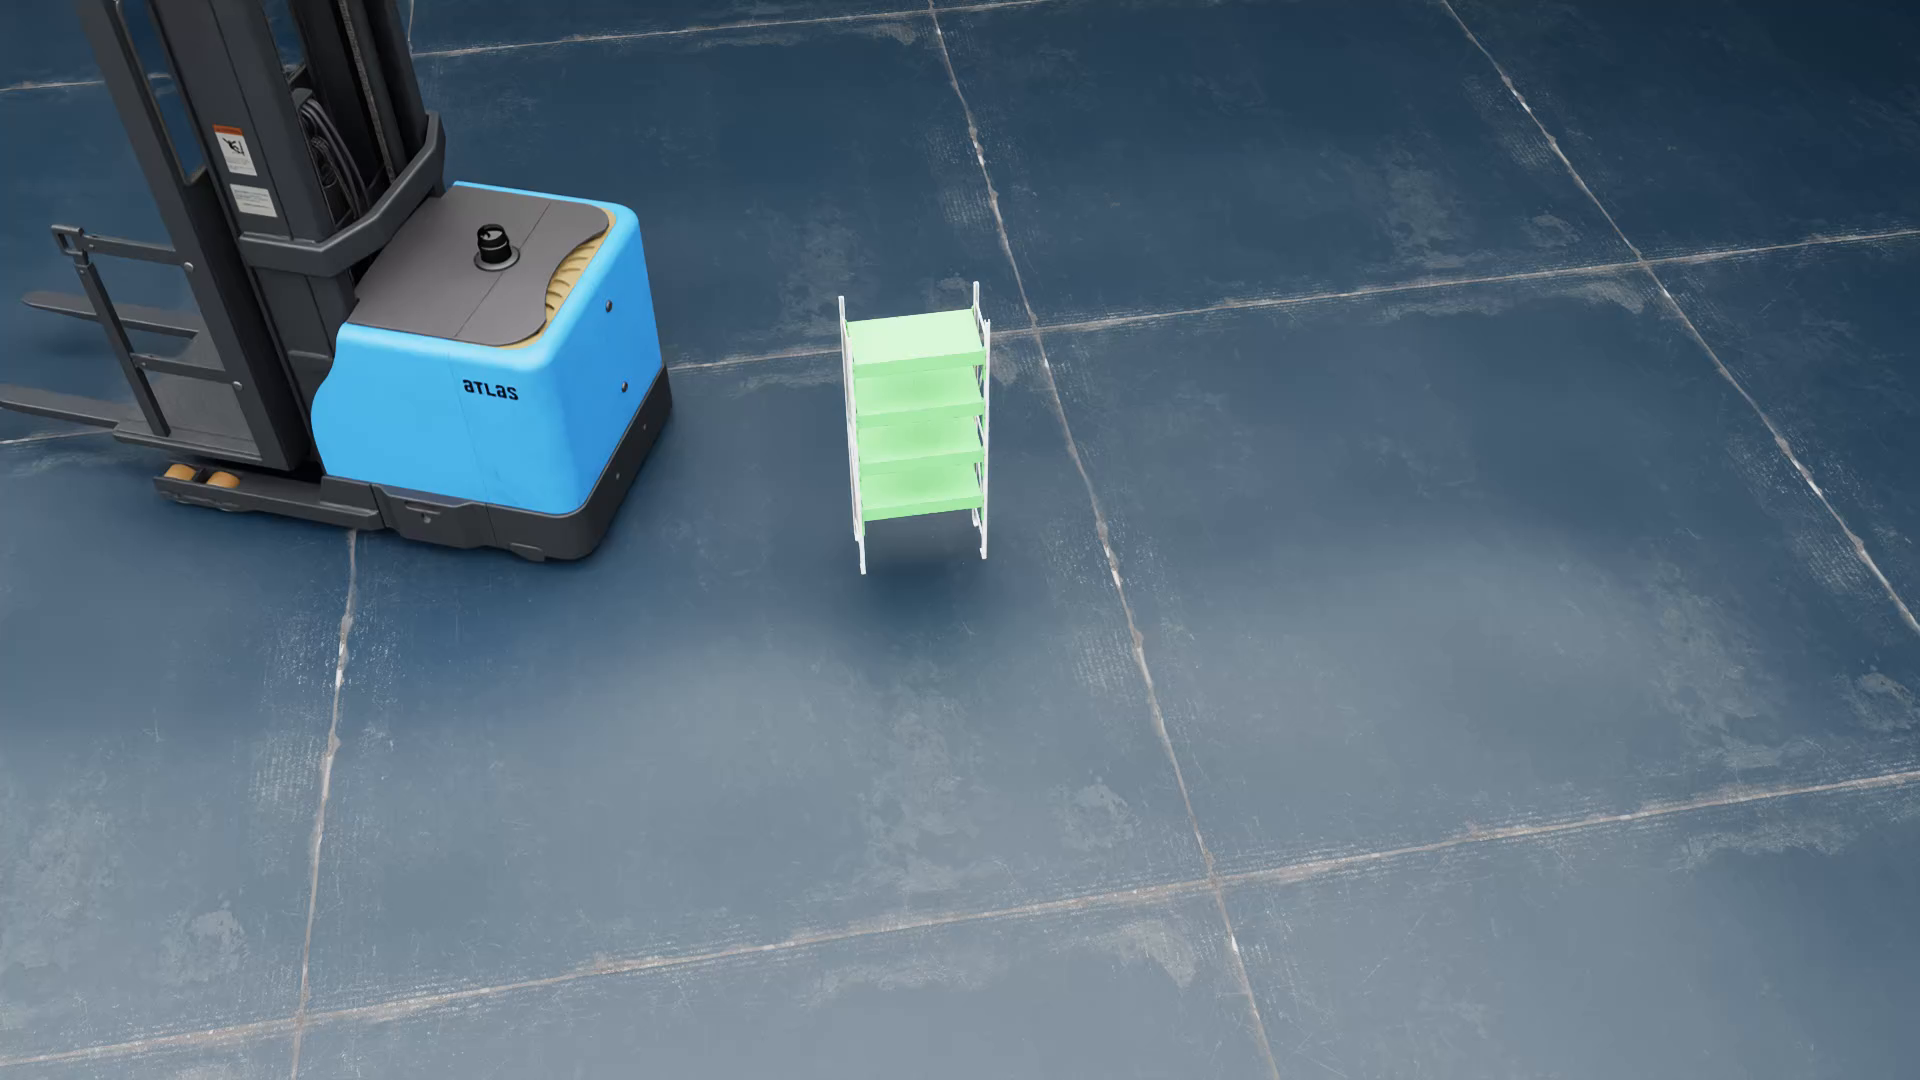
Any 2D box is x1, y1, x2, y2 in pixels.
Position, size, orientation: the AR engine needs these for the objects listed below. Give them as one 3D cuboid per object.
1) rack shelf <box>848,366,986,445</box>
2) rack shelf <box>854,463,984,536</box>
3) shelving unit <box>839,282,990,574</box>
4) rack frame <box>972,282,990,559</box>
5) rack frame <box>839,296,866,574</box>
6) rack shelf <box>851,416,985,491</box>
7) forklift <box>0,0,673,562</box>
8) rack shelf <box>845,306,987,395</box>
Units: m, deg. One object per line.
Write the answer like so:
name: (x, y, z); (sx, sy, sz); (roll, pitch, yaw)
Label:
rack shelf: (-0.163, -0.518, 6.172); (0.480, 0.148, 0.258); (-7, 46, -7)
rack shelf: (-0.163, -0.185, 6.517); (0.480, 0.148, 0.258); (-7, 46, -7)
shelving unit: (-0.163, -0.396, 6.298); (0.503, 1.200, 0.258); (-7, 46, -7)
rack frame: (0.077, -0.426, 6.327); (0.015, 1.200, 0.240); (-7, 46, -7)
rack frame: (-0.404, -0.366, 6.269); (0.015, 1.200, 0.240); (-7, 46, -7)
rack shelf: (-0.163, -0.352, 6.344); (0.480, 0.148, 0.258); (-7, 46, -7)
forklift: (-2.820, -1.494, 6.154); (3.031, 2.935, 1.130); (10, 47, 9)
rack shelf: (-0.163, -0.685, 5.999); (0.480, 0.148, 0.258); (-7, 46, -7)
